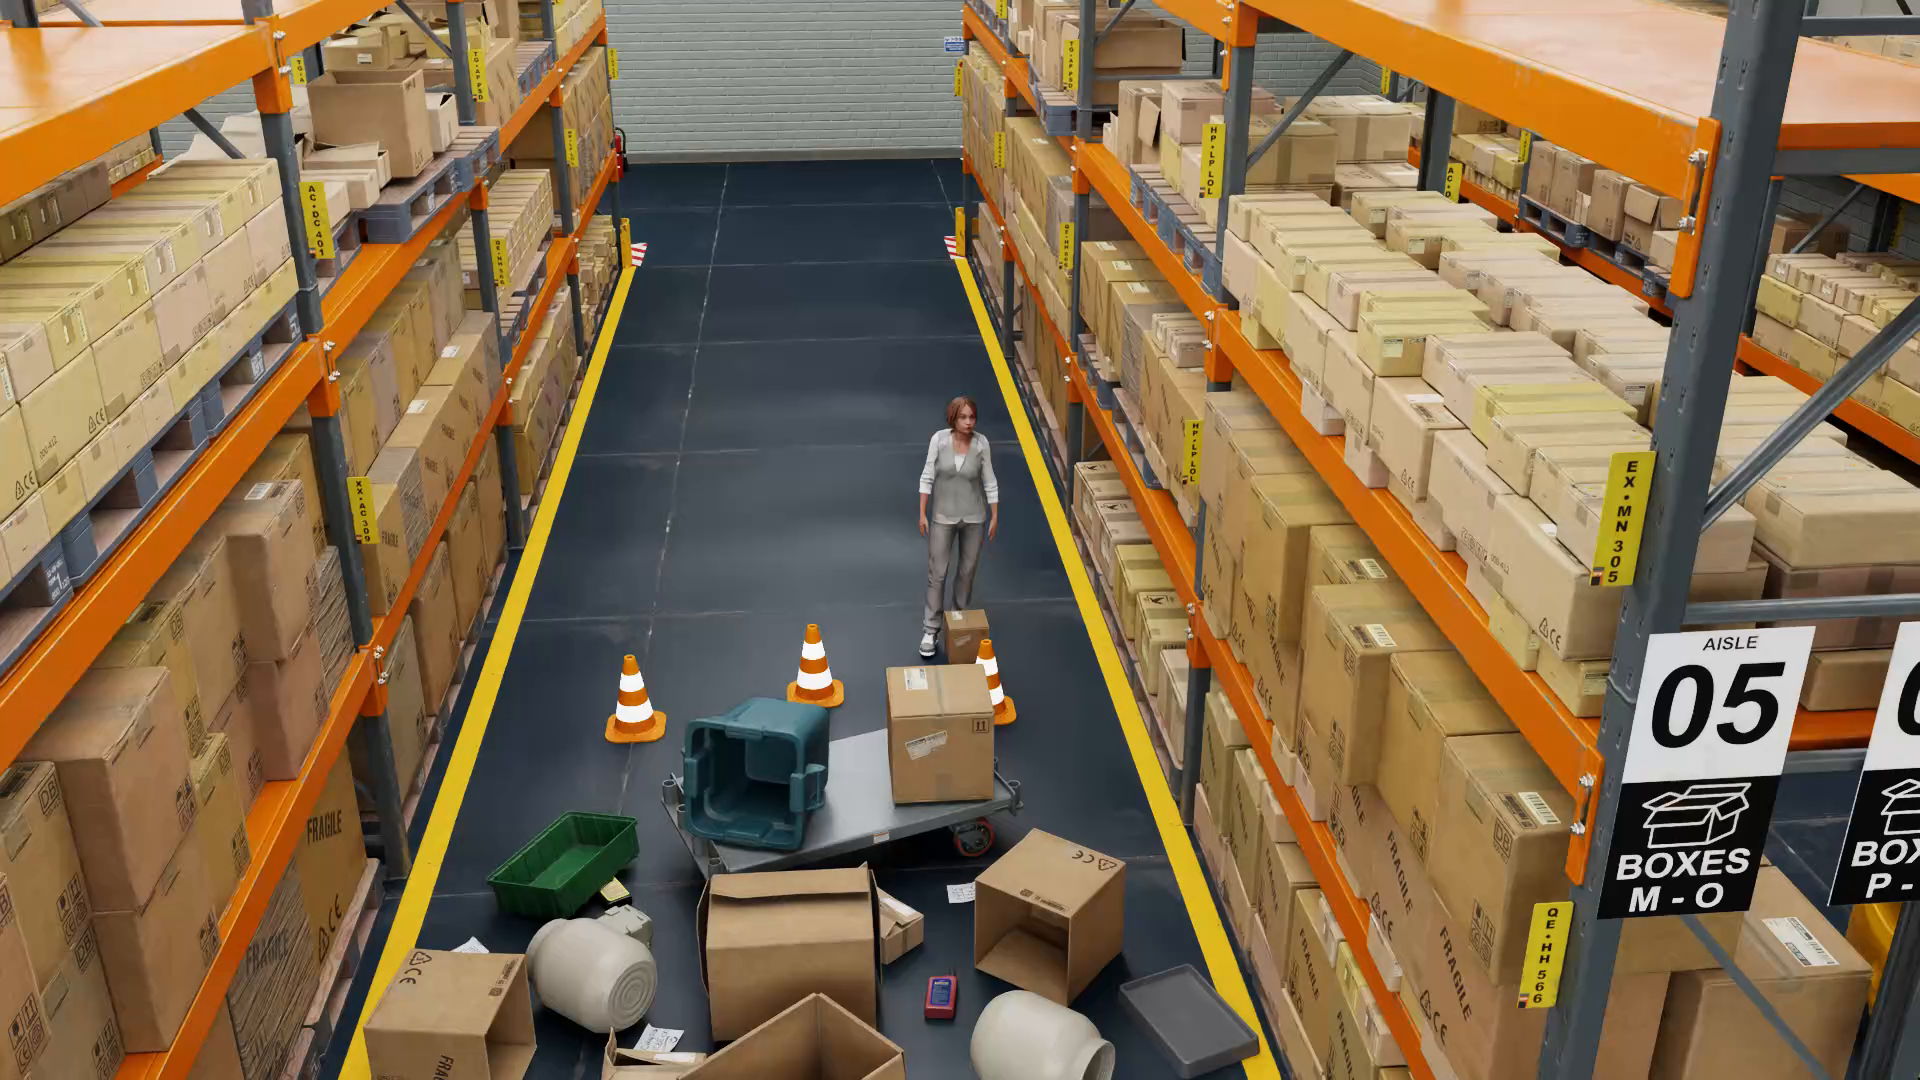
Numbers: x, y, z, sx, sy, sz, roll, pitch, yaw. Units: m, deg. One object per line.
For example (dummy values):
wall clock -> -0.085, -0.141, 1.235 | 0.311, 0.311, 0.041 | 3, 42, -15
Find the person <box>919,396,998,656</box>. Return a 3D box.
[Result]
person -> -0.011, -0.090, 10.293 | 0.520, 1.596, 0.475 | -2, 24, -5
